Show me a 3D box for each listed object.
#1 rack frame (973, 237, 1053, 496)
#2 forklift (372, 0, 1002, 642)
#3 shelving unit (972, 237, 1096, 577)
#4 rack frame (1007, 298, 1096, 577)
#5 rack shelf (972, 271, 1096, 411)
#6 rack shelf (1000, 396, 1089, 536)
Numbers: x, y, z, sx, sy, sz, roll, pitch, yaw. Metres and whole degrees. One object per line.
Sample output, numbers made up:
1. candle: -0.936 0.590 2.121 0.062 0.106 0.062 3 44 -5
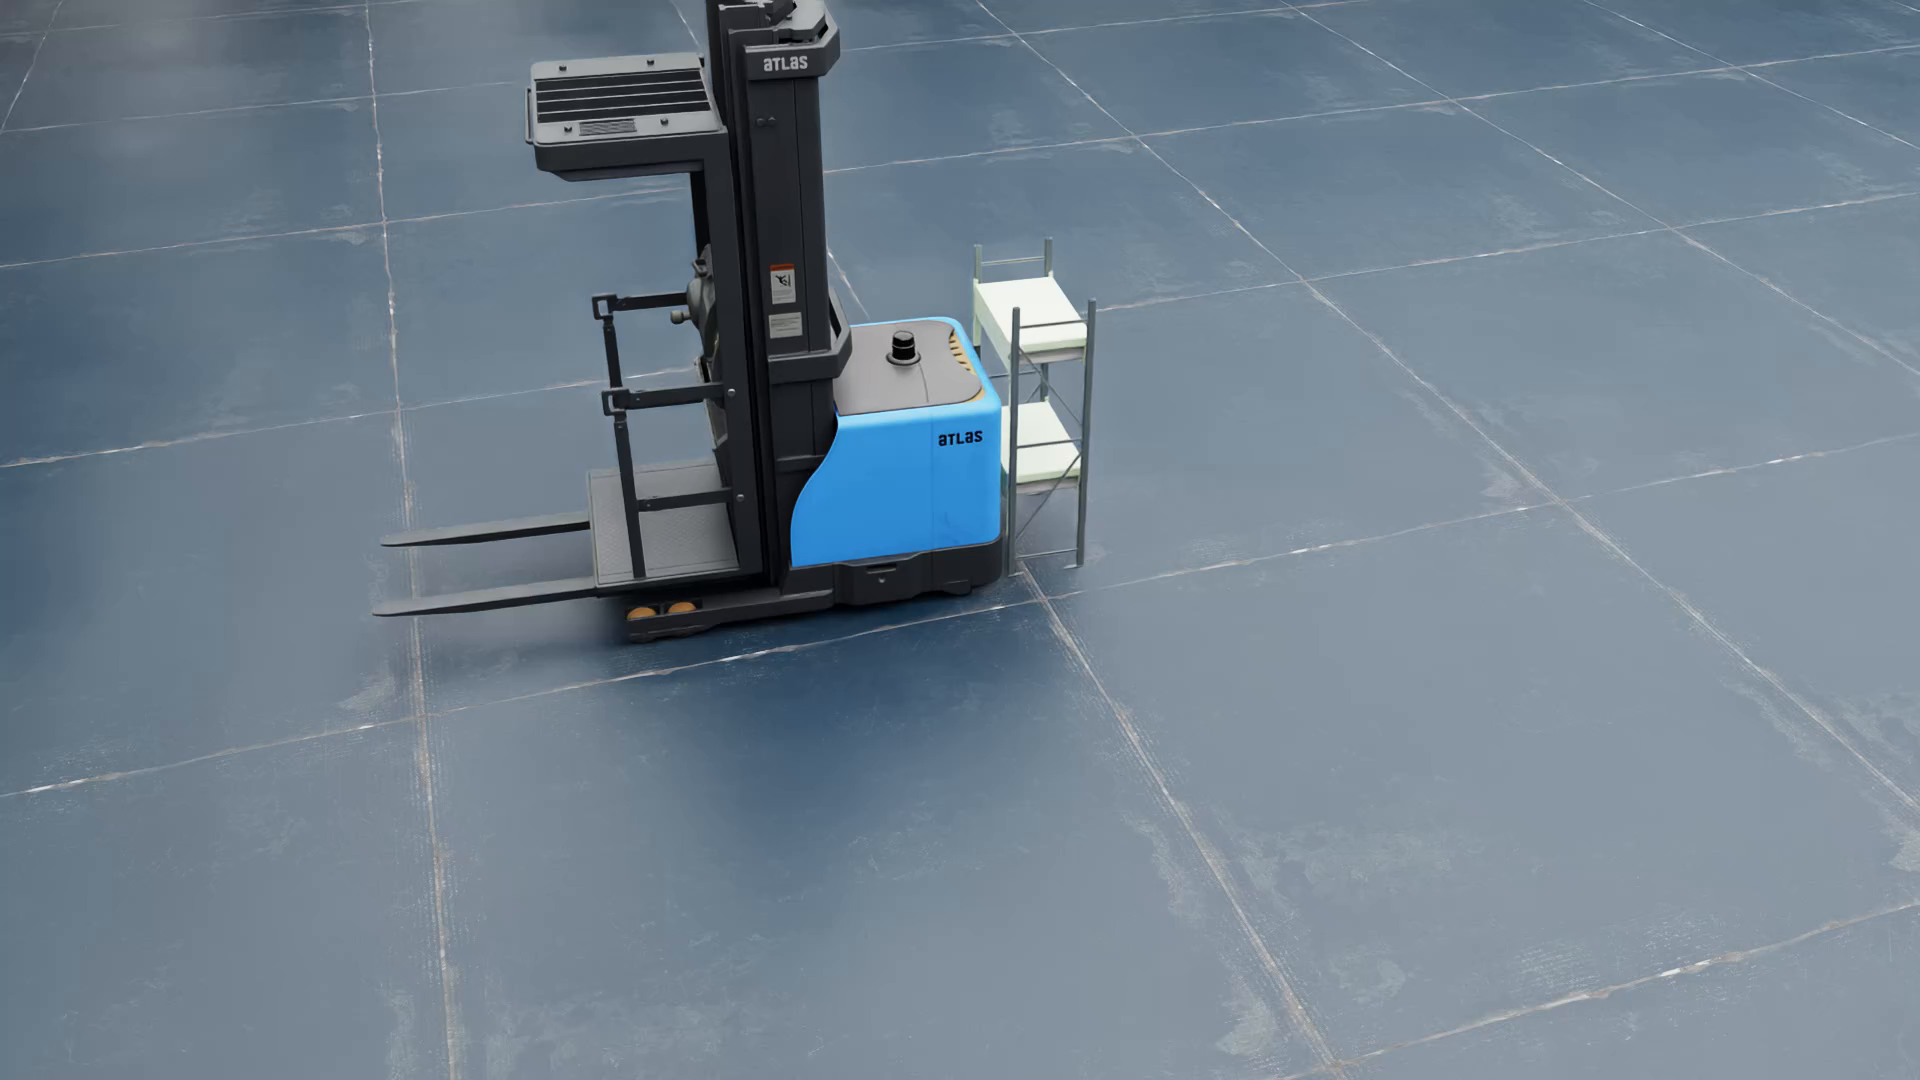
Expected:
1. rack frame: 0.266 -0.859 8.690 0.400 1.500 0.023 -8 34 -11
2. forklift: -1.362 -1.051 7.682 3.031 2.935 1.130 -7 34 -11
3. shelving unit: 0.351 -0.663 8.393 0.431 1.500 0.755 -8 34 -11
4. rack frame: 0.436 -0.467 8.096 0.400 1.500 0.023 -8 34 -11
5. rack shelf: 0.351 -0.989 8.178 0.431 0.370 0.720 -8 34 -11
6. rack shelf: 0.351 -0.391 8.573 0.431 0.370 0.720 -8 34 -11
